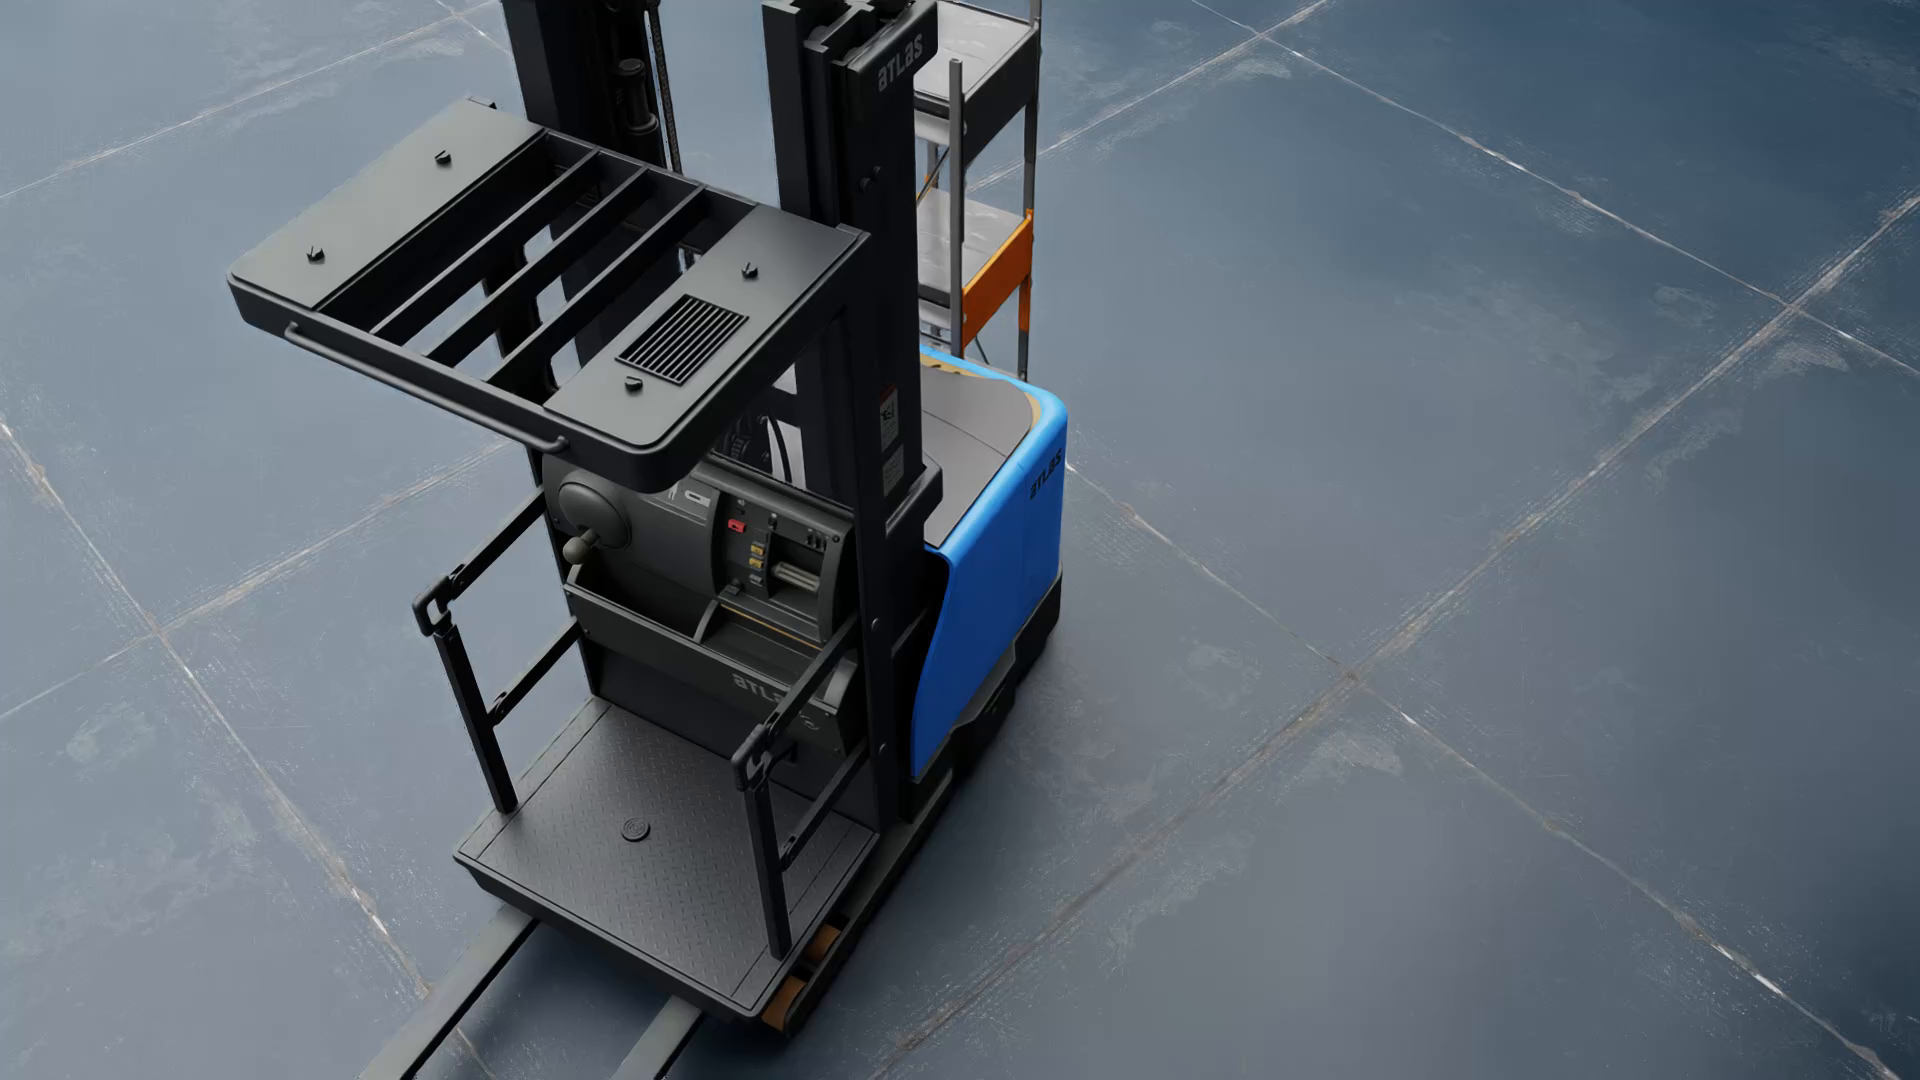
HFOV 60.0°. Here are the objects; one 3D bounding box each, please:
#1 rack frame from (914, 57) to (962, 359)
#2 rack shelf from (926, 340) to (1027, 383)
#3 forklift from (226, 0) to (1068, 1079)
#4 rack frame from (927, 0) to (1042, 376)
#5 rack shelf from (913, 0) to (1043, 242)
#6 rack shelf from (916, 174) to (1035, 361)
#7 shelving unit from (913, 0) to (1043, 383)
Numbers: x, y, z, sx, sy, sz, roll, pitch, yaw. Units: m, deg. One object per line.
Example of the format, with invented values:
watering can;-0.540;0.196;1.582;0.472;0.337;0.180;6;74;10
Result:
rack frame;-0.172;-0.689;5.457;0.400;2.100;0.015;22;51;19
rack shelf;-0.052;-0.362;6.126;0.431;0.518;0.480;22;51;19
forklift;-0.805;0.062;4.198;1.130;2.935;3.031;22;51;19
rack frame;0.067;-1.002;5.746;0.400;2.100;0.015;22;51;19
rack shelf;-0.052;-1.311;5.097;0.431;0.518;0.480;22;51;19
rack shelf;-0.052;-0.836;5.611;0.431;0.518;0.480;22;51;19
shelving unit;-0.052;-0.845;5.601;0.431;2.100;0.503;22;51;19
